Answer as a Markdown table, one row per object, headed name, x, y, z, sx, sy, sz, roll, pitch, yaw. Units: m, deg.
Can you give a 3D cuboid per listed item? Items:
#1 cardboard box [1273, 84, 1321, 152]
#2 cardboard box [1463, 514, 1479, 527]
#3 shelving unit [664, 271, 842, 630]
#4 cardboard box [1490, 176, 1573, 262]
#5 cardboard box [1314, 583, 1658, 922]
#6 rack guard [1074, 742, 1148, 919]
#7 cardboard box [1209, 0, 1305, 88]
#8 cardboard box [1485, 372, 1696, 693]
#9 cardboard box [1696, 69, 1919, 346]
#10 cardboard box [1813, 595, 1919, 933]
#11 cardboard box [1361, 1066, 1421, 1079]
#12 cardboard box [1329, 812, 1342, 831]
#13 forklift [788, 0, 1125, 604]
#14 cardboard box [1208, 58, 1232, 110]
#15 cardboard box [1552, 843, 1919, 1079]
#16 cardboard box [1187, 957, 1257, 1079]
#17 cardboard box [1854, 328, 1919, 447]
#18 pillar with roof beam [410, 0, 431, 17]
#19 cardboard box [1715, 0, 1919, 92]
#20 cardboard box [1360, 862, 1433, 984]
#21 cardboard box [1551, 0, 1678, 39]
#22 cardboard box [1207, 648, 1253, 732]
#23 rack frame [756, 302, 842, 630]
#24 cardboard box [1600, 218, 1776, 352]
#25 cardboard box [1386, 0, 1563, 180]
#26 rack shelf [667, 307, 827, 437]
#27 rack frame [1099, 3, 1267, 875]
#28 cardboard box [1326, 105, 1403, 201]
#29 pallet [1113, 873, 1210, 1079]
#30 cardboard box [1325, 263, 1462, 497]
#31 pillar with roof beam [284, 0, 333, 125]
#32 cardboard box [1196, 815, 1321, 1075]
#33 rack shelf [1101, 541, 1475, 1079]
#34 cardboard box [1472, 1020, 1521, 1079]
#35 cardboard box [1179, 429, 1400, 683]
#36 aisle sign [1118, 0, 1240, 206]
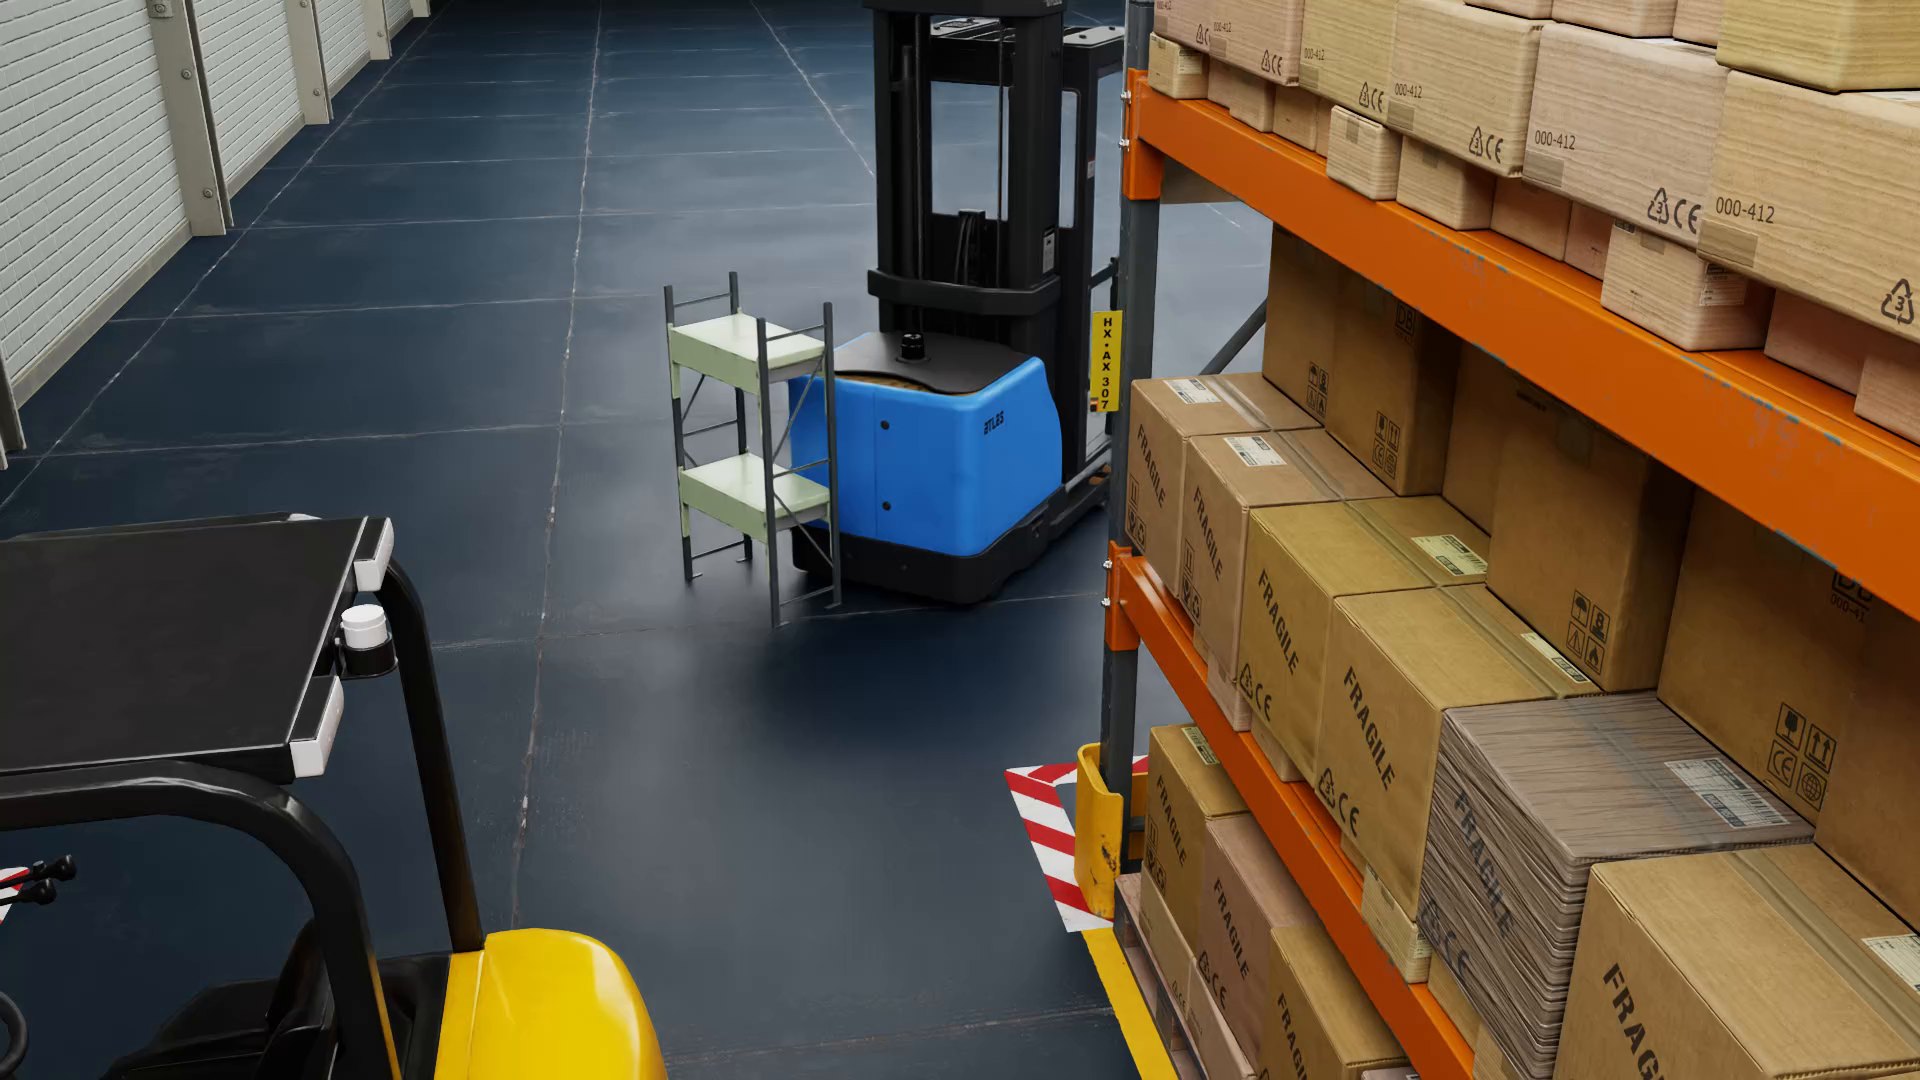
| name | x | y | z | sx | sy | sz | roll | pitch | yaw |
| --- | --- | --- | --- | --- | --- | --- | --- | --- | --- |
| cardboard box | 0.956 | -1.006 | 3.872 | 0.380 | 0.149 | 0.250 | -4 | 24 | -10 |
| cardboard box | 1.540 | 0.205 | 4.035 | 0.500 | 0.500 | 0.500 | -4 | 24 | -10 |
| shelving unit | -0.973 | -0.433 | 7.867 | 0.431 | 1.500 | 0.755 | -20 | 30 | -38 |
| cardboard box | 1.181 | -0.603 | 2.948 | 0.380 | 0.149 | 0.250 | -5 | 24 | -10 |
| cardboard box | 1.103 | 0.428 | 3.526 | 0.500 | 0.500 | 0.500 | -5 | 24 | -11 |
| rack guard | 1.006 | 0.976 | 5.892 | 1.175 | 0.500 | 0.348 | -4 | 24 | -10 |
| cardboard box | 0.907 | -1.226 | 3.877 | 0.500 | 0.250 | 0.500 | -5 | 24 | -11 |
| cardboard box | 1.538 | -0.056 | 3.385 | 0.700 | 0.500 | 0.500 | -4 | 24 | -10 |
| cardboard box | 1.291 | -0.421 | 2.034 | 0.500 | 0.250 | 0.500 | -5 | 24 | -11 |
| cardboard box | 1.790 | 0.341 | 2.475 | 0.700 | 0.500 | 0.500 | -4 | 24 | -9 |
| cardboard box | 1.167 | 1.484 | 3.578 | 0.500 | 0.500 | 0.500 | -3 | 24 | -7 |
| cardboard box | 1.072 | 0.575 | 4.000 | 0.380 | 0.149 | 0.250 | -3 | 24 | -8 |
| forklift | 0.270 | -1.596 | 8.743 | 1.130 | 2.935 | 3.031 | 11 | 26 | 24 |
| cardboard box | 0.871 | -1.208 | 4.335 | 0.380 | 0.149 | 0.250 | -5 | 24 | -11 |
| cardboard box | 1.303 | 0.833 | 2.598 | 0.500 | 0.500 | 0.500 | -4 | 24 | -8 |
| cardboard box | 0.956 | 1.407 | 4.692 | 0.500 | 0.250 | 0.500 | -3 | 24 | -8 |
| cardboard box | 1.342 | -0.192 | 2.009 | 0.380 | 0.149 | 0.250 | -4 | 24 | -9 |
| pillar with roof beam | -5.959 | -14.358 | 30.383 | 9.100 | 9.000 | 0.400 | -4 | 24 | -10 |
| cardboard box | 1.198 | -0.658 | 2.078 | 0.380 | 0.149 | 0.250 | -4 | 24 | -8 |
| cardboard box | 1.080 | 0.784 | 3.521 | 0.380 | 0.149 | 0.250 | -4 | 24 | -9 |
| cardboard box | 1.152 | -0.865 | 2.553 | 0.380 | 0.149 | 0.250 | -4 | 24 | -9 |
| cardboard box | 0.883 | 0.376 | 4.455 | 0.380 | 0.149 | 0.250 | -4 | 24 | -9 |
| rack frame | -0.728 | -0.324 | 7.618 | 0.400 | 1.500 | 0.023 | -20 | 30 | -38 |
| cardboard box | 1.197 | -0.393 | 2.469 | 0.380 | 0.149 | 0.250 | -4 | 24 | -8 |
| cardboard box | 1.102 | -0.821 | 2.951 | 0.500 | 0.250 | 0.500 | -4 | 24 | -9 |
| rack shelf | -0.973 | -0.791 | 7.711 | 0.431 | 0.370 | 0.720 | -20 | 30 | -38 |
| rack frame | 0.992 | -0.200 | 5.460 | 1.000 | 3.000 | 0.127 | -4 | 24 | -10 |
| cardboard box | 0.977 | -0.797 | 3.393 | 0.380 | 0.149 | 0.250 | -4 | 24 | -9 |
| pallet | 1.122 | 1.430 | 5.212 | 1.003 | 0.211 | 1.213 | -4 | 24 | -10 |
| cardboard box | 1.387 | -0.456 | 4.300 | 0.700 | 0.500 | 0.500 | -4 | 24 | -9 |
| pillar with roof beam | -3.740 | -9.638 | 19.575 | 9.100 | 9.000 | 0.400 | -4 | 24 | -10 |
| cardboard box | 0.975 | 1.076 | 4.511 | 0.500 | 0.500 | 0.500 | -5 | 24 | -12 |
| rack shelf | 1.362 | 0.916 | 3.803 | 1.077 | 0.370 | 4.000 | -4 | 24 | -10 |
| cardboard box | 1.182 | 0.985 | 3.060 | 0.380 | 0.149 | 0.250 | -5 | 24 | -11 |
| cardboard box | 0.906 | 0.028 | 4.441 | 0.500 | 0.500 | 0.500 | -4 | 24 | -8 |
| aisle sign | 0.676 | -1.393 | 4.943 | 0.394 | 0.787 | 0.004 | -4 | 24 | -10 |
